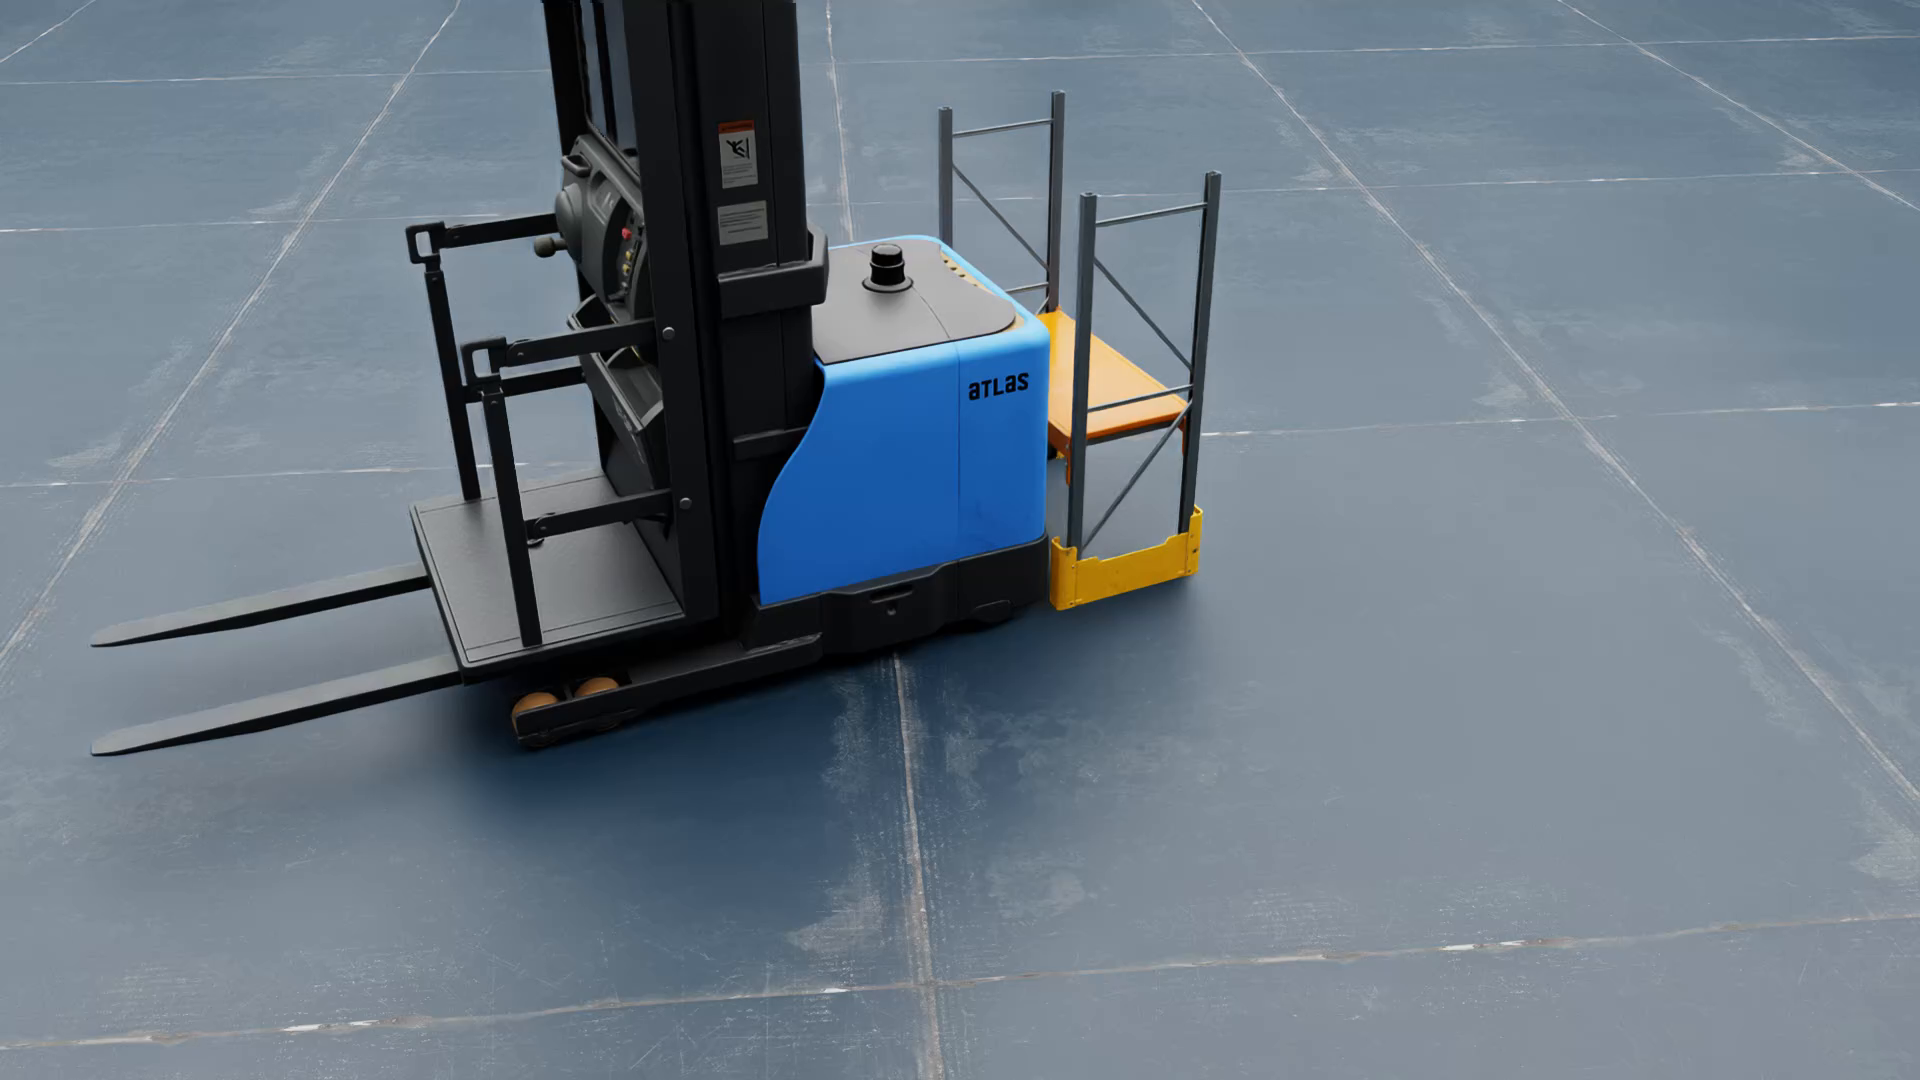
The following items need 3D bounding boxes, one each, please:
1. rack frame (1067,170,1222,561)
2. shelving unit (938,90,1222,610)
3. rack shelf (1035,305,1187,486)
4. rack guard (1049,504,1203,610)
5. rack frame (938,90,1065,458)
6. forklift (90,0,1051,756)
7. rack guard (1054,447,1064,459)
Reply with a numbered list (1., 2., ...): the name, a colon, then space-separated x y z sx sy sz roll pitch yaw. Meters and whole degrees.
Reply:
1. rack frame: 0.600 -0.470 5.574 0.500 1.500 0.032 -14 34 -22
2. shelving unit: 0.373 -0.708 5.973 0.587 1.500 1.083 -14 34 -22
3. rack shelf: 0.377 -0.550 6.059 0.538 0.185 1.000 -14 34 -22
4. rack guard: 0.592 0.058 5.910 0.587 0.250 0.087 -14 34 -22
5. rack frame: 0.153 -0.938 6.358 0.500 1.500 0.032 -14 34 -22
6. forklift: -1.256 -0.924 4.939 3.031 2.935 1.130 -13 33 -21
7. rack guard: 0.154 -0.401 6.678 0.587 0.250 0.087 -14 34 -22
